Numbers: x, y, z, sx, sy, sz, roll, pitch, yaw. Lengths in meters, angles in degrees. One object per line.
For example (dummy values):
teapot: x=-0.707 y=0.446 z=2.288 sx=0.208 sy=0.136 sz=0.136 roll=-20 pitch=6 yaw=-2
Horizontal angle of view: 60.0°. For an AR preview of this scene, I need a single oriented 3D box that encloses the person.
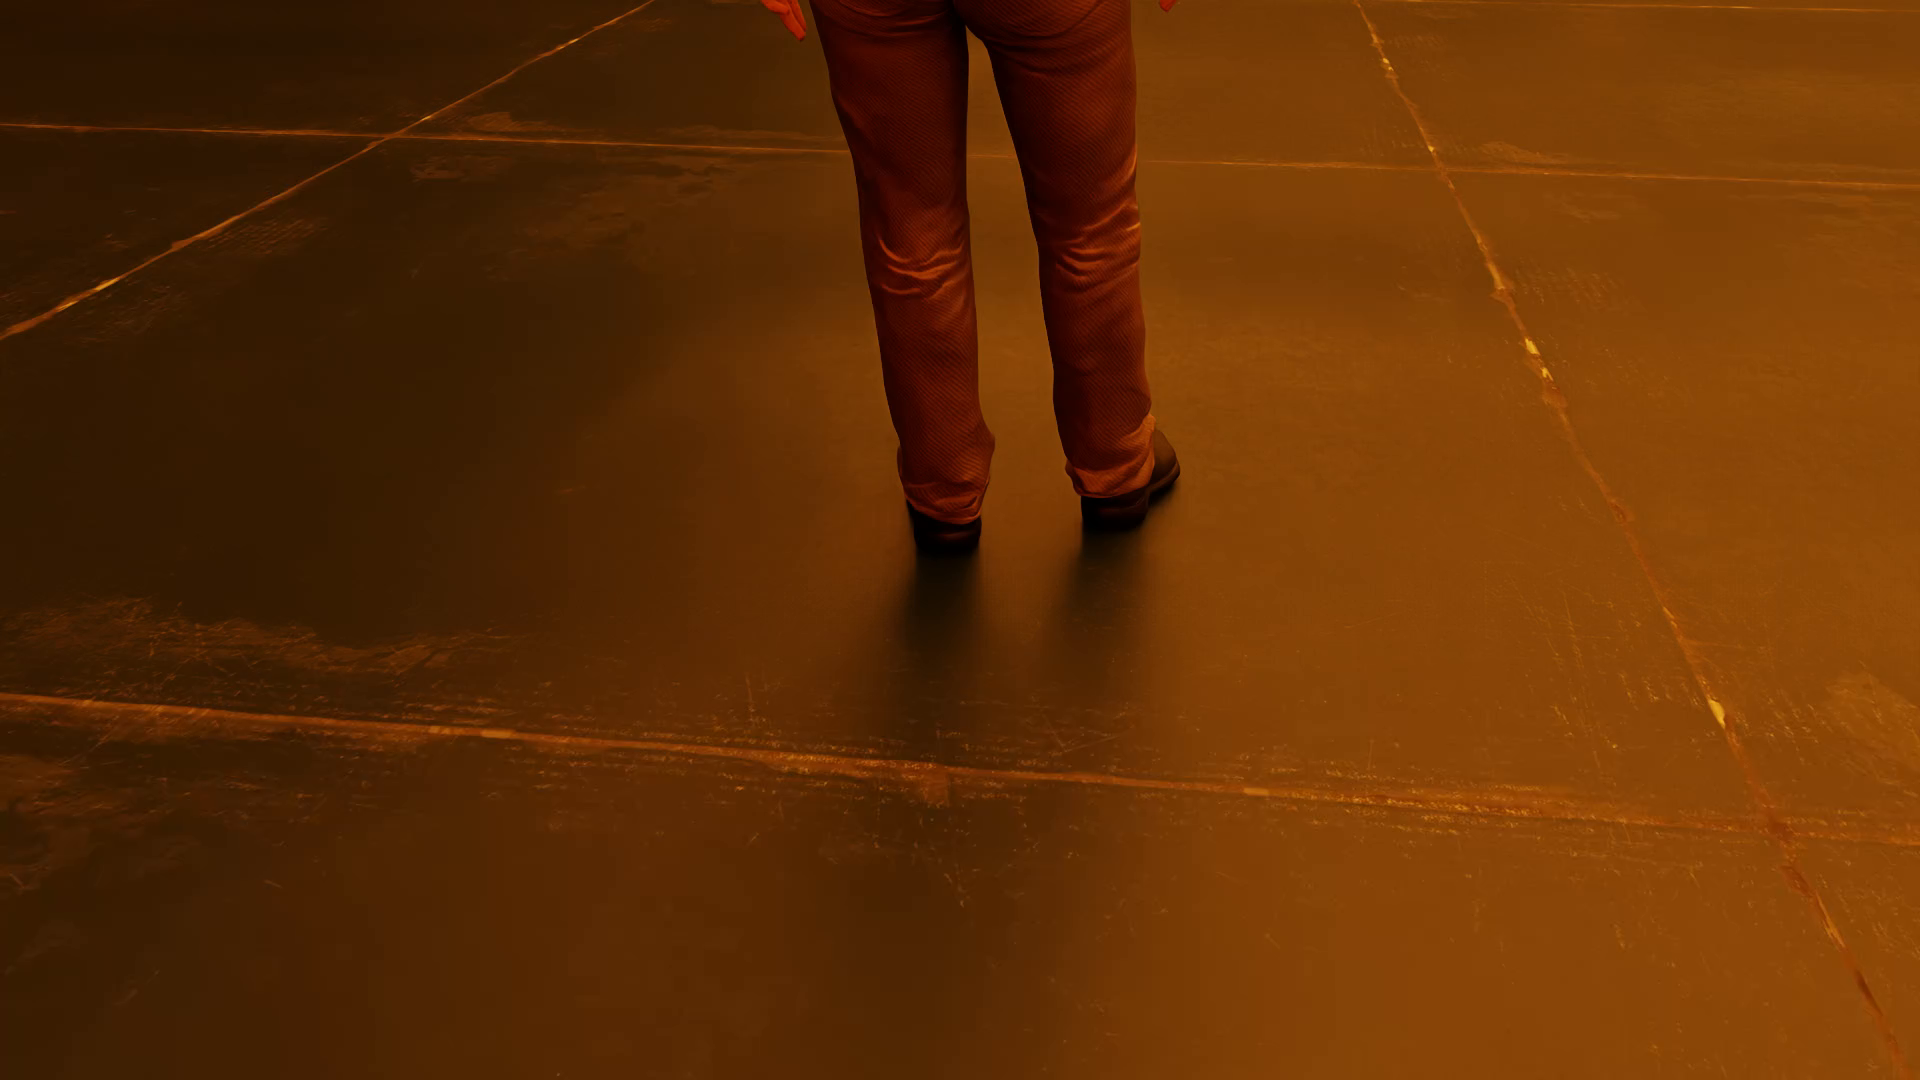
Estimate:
person: x=0.016 y=-0.804 z=2.166 sx=0.632 sy=1.720 sz=0.568 roll=3 pitch=27 yaw=7
